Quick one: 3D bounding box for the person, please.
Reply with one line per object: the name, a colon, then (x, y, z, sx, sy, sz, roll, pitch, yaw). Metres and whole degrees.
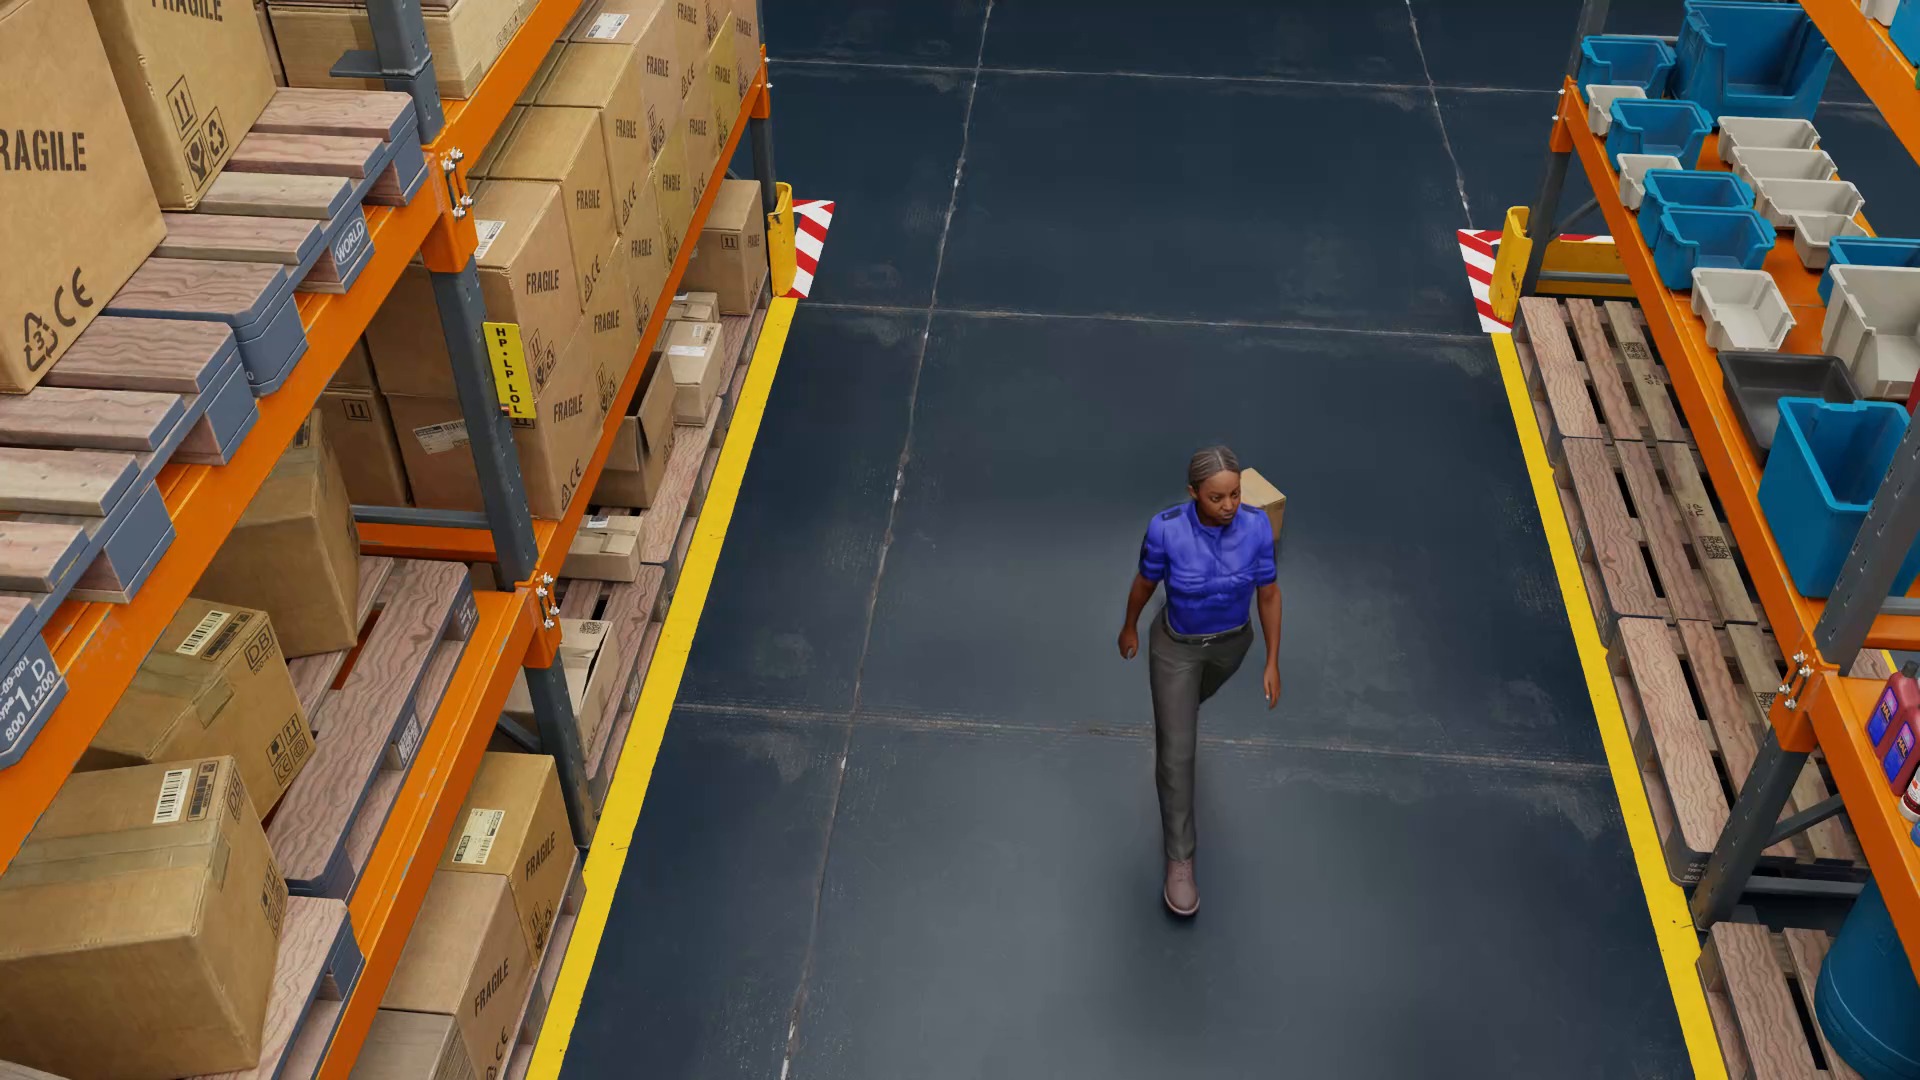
person: (0.845, 0.385, 5.689, 0.483, 1.590, 1.012, -8, 41, -9)
